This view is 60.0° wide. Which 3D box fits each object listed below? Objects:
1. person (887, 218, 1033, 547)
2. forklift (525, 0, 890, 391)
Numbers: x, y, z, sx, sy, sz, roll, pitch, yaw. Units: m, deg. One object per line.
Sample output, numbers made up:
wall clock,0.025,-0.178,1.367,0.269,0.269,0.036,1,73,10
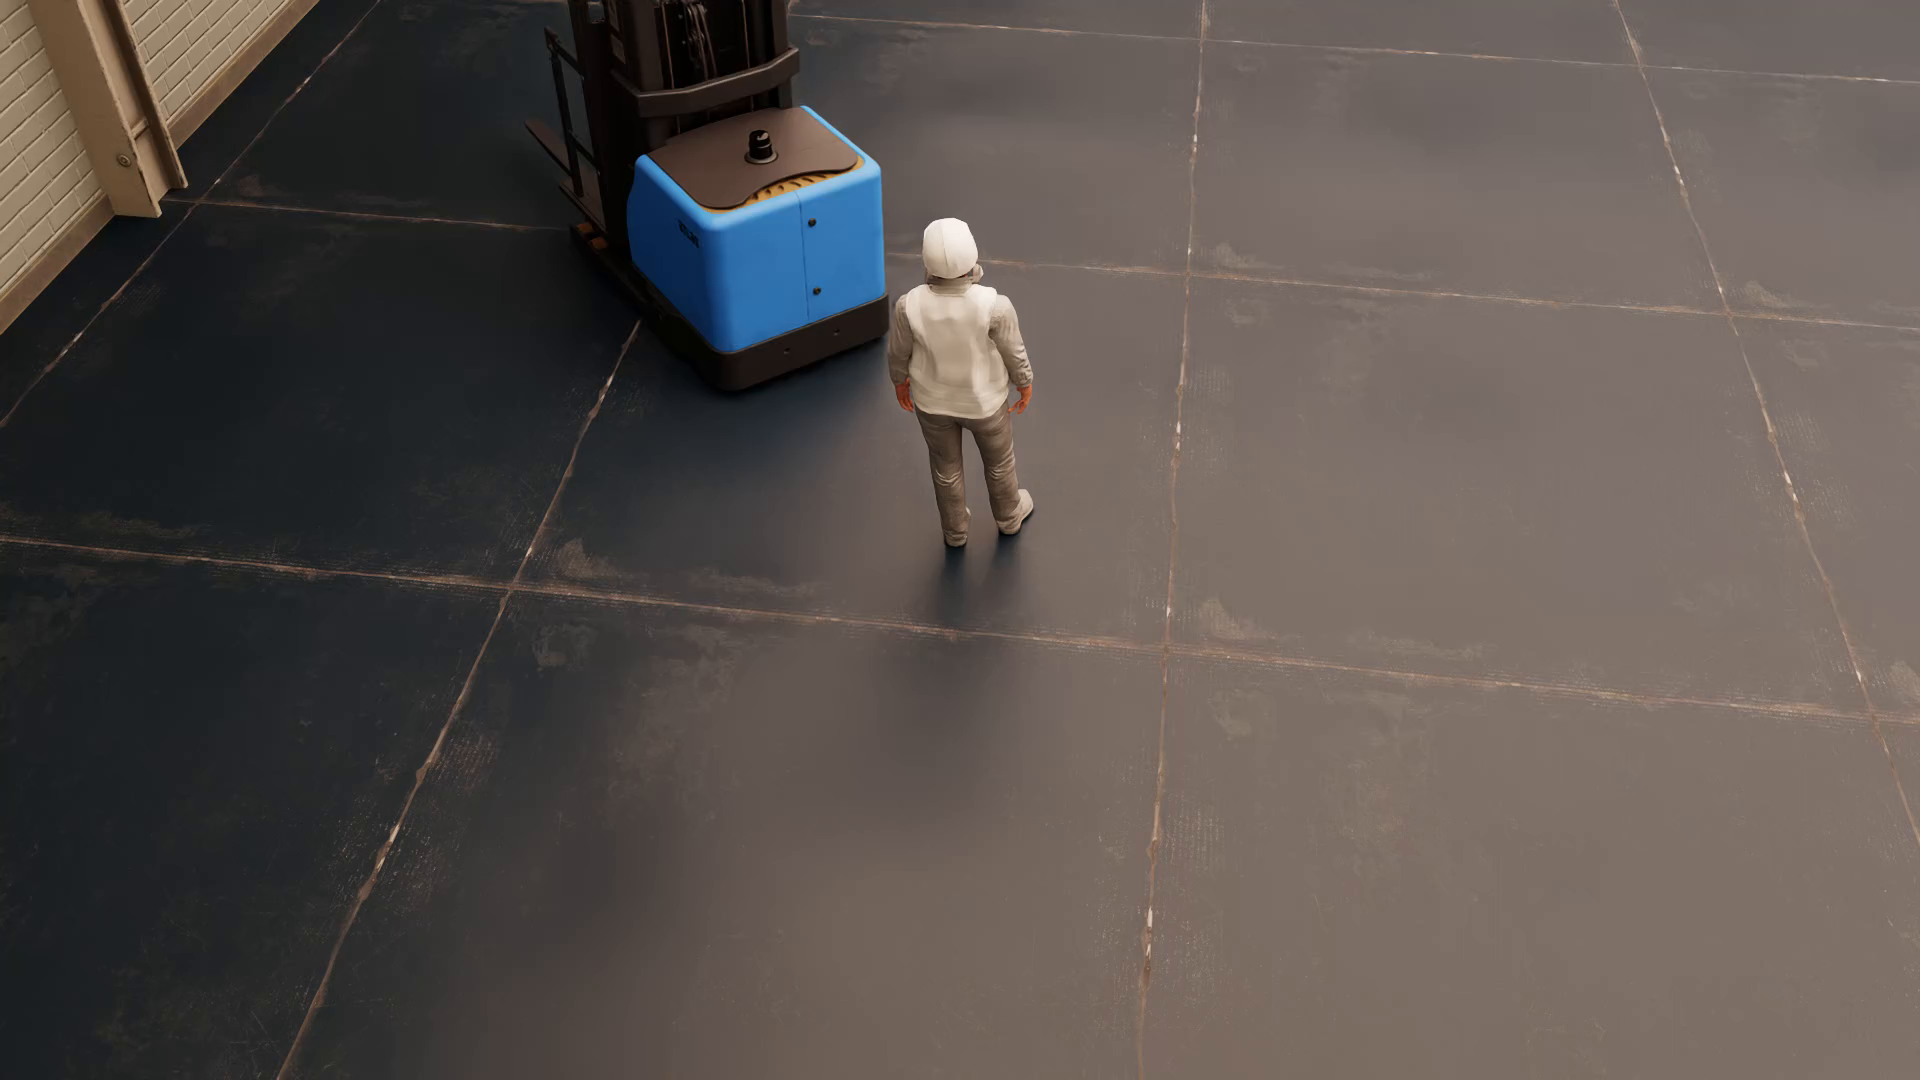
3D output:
person,0.016,-0.700,7.331,0.633,1.775,0.566,5,43,6
forklift,-1.616,-2.821,8.795,1.130,2.935,3.031,-24,48,-24
